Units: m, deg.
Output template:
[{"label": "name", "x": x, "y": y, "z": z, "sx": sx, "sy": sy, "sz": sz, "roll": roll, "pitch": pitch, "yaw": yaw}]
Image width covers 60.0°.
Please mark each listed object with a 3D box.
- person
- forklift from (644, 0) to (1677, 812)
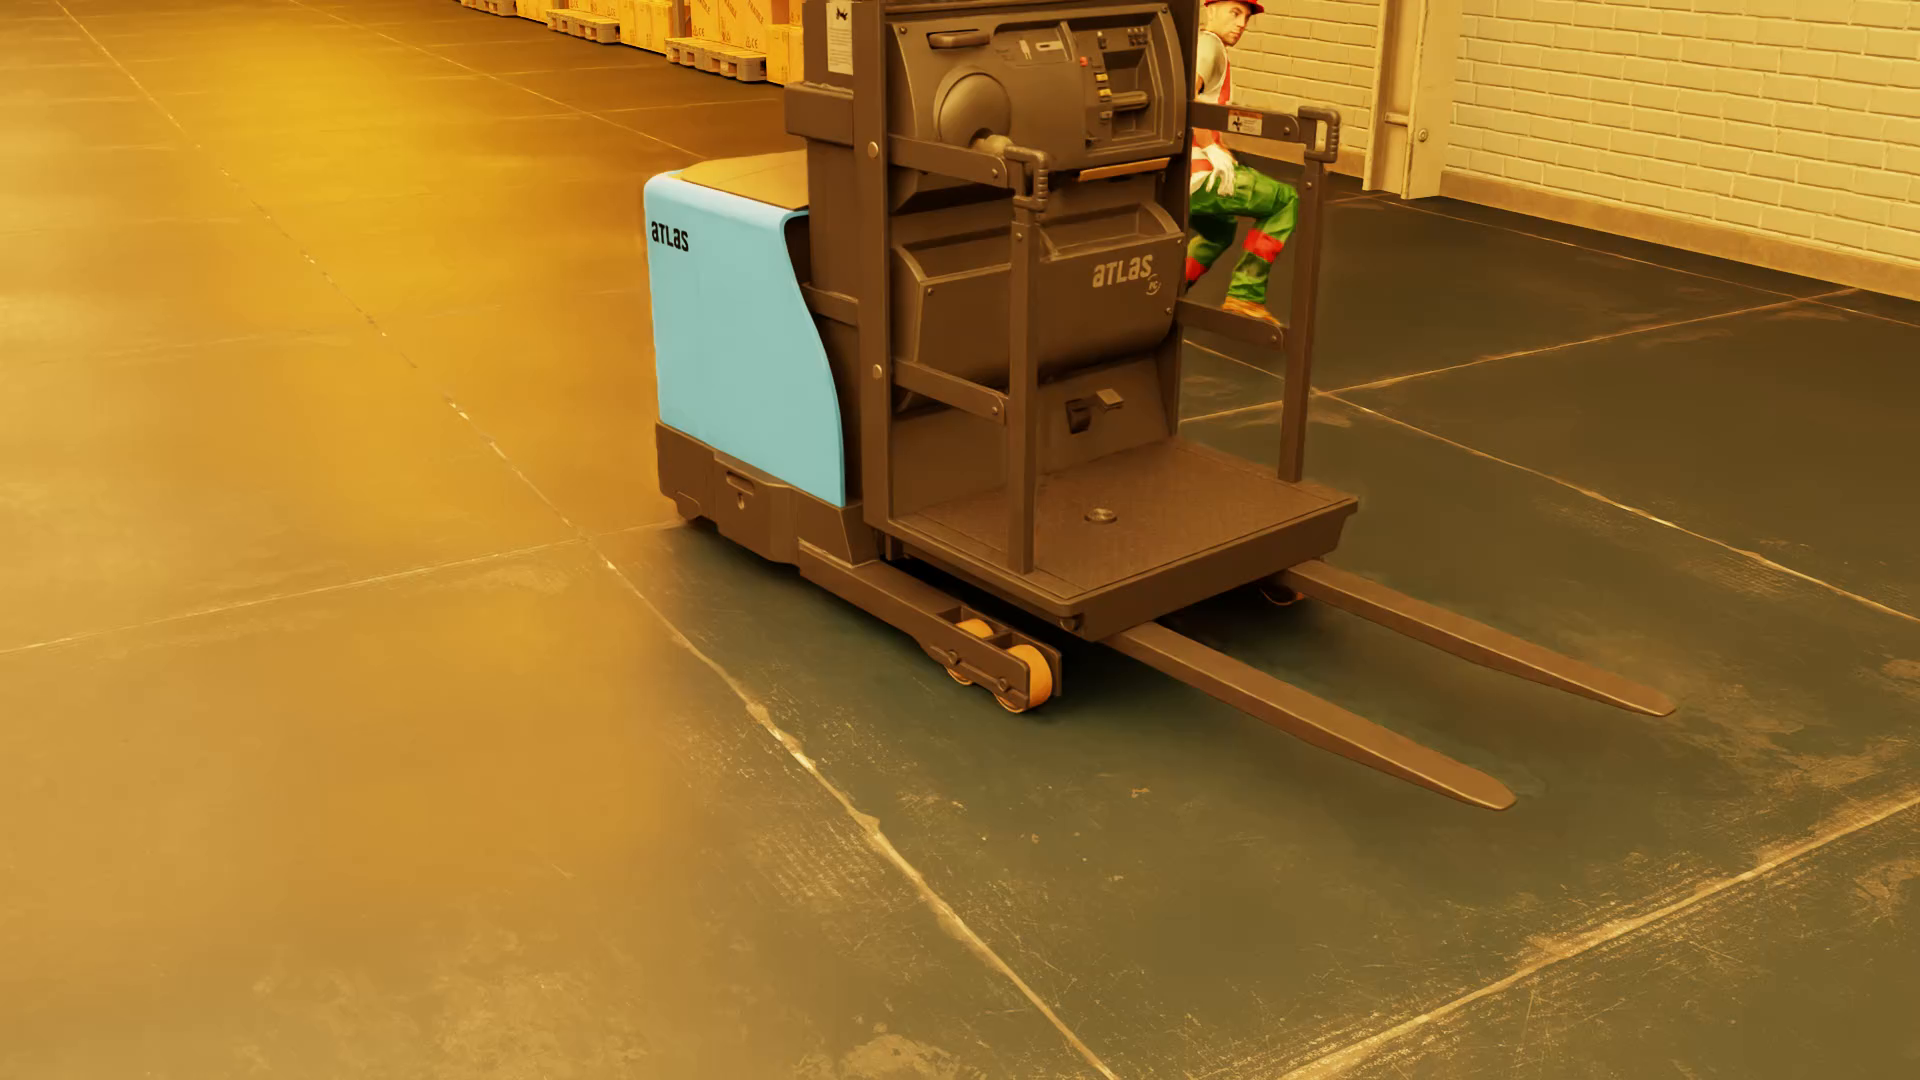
[{"label": "person", "x": 1.093, "y": -1.566, "z": 7.015, "sx": 0.679, "sy": 1.535, "sz": 0.811, "roll": -4, "pitch": 23, "yaw": -10}, {"label": "forklift", "x": 0.358, "y": -1.145, "z": 4.065, "sx": 1.130, "sy": 2.935, "sz": 3.031, "roll": -17, "pitch": 28, "yaw": -36}]
